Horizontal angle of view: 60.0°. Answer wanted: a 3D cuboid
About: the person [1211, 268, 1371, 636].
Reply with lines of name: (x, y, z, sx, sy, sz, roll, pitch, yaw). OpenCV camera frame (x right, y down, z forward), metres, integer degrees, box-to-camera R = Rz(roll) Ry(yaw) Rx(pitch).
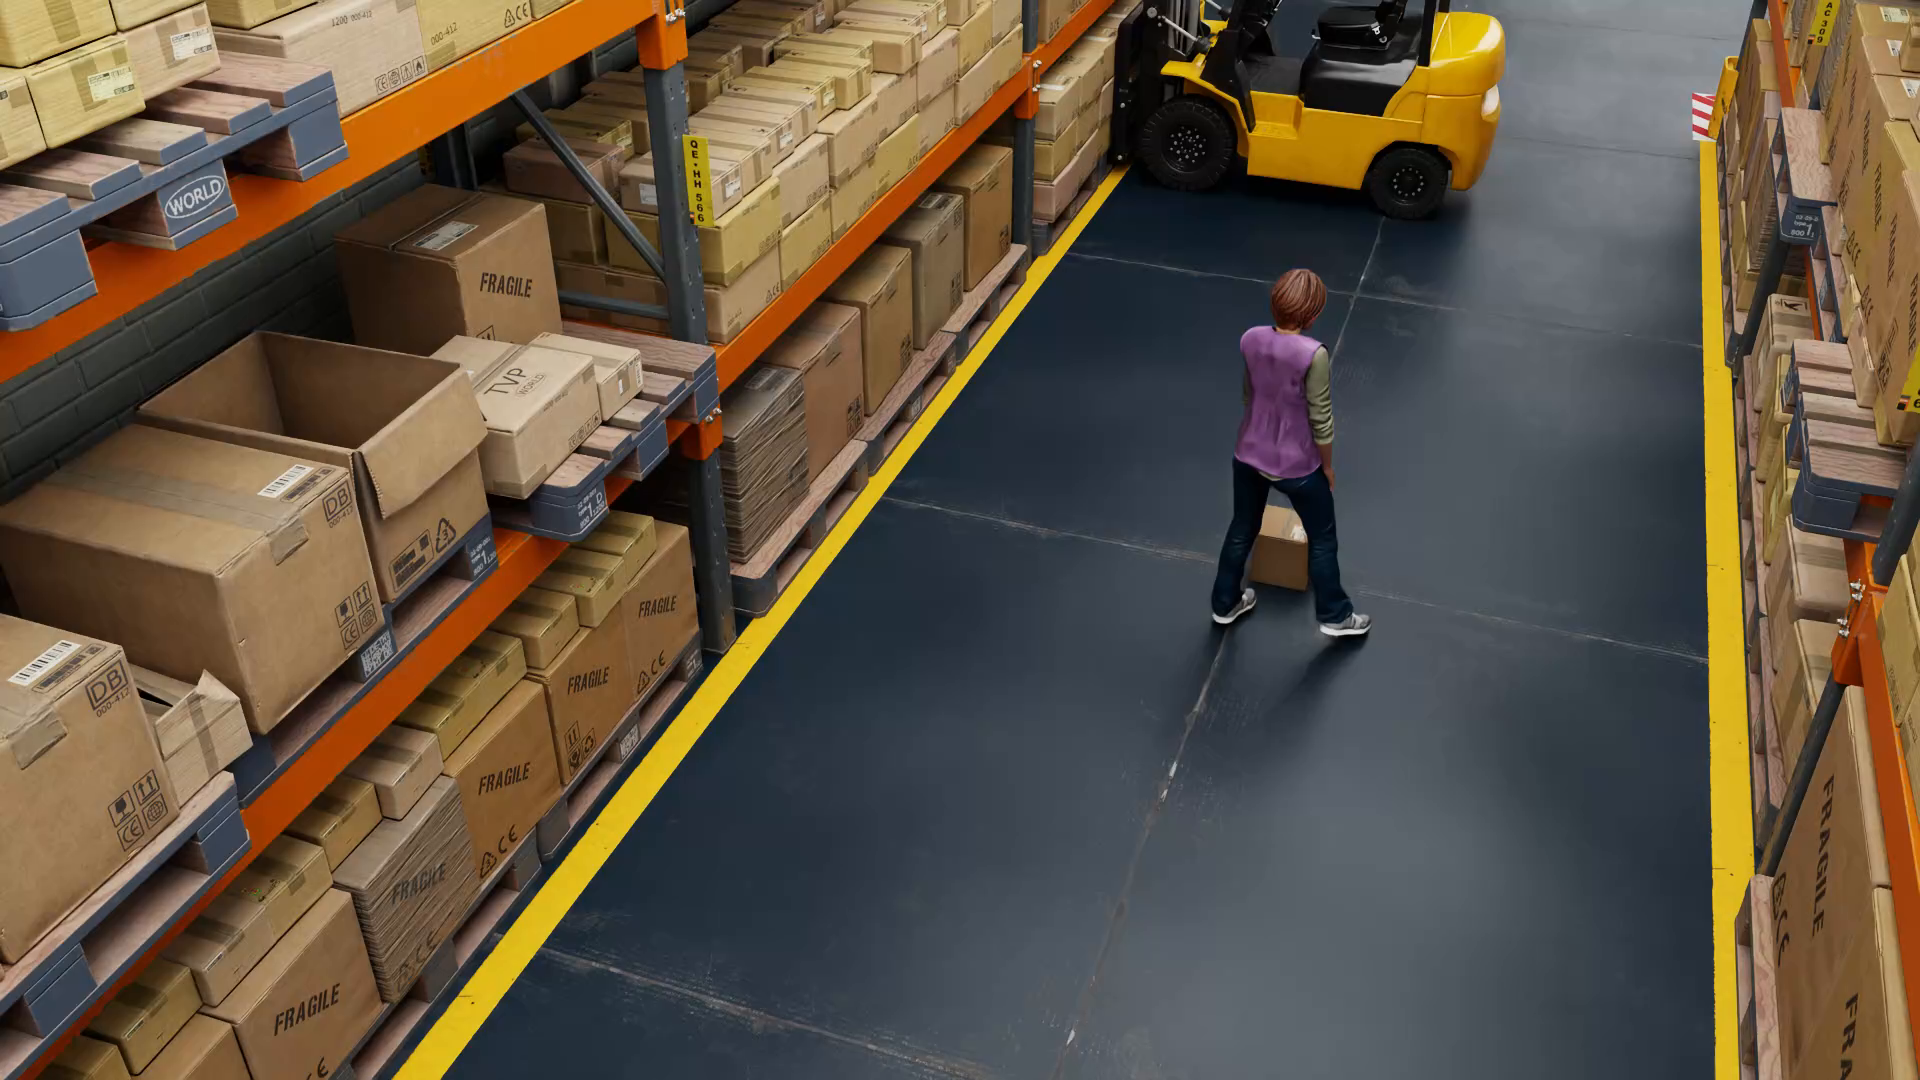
person: (1.372, -0.303, 6.593, 0.598, 1.576, 0.454, 26, 41, 33)
